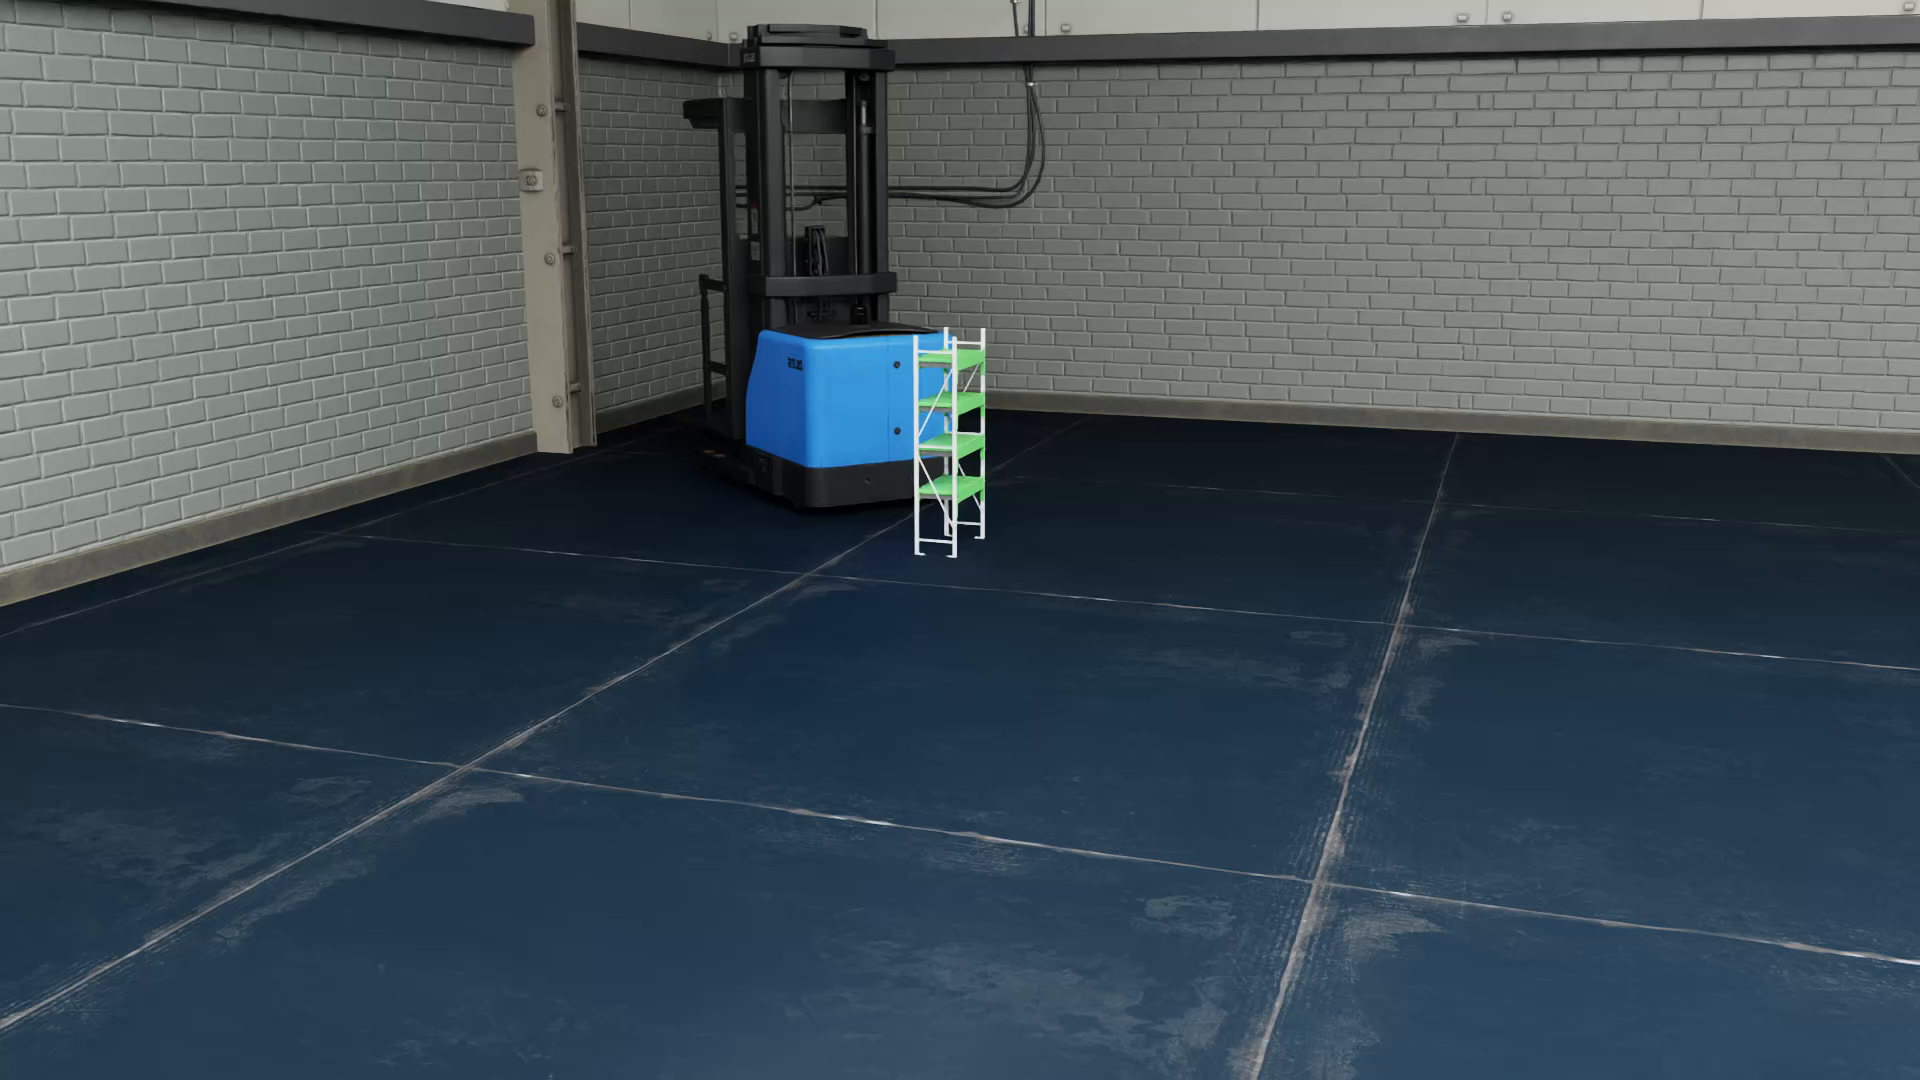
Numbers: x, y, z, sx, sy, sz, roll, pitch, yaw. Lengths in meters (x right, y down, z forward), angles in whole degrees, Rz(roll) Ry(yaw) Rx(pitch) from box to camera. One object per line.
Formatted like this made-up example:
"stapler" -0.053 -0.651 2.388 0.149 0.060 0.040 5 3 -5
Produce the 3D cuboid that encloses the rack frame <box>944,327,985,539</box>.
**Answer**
"rack frame" 0.025 -0.601 9.427 0.240 1.200 0.015 4 14 18

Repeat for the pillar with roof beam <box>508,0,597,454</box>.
"pillar with roof beam" 1.107 -4.768 10.156 9.100 9.000 0.400 4 14 18

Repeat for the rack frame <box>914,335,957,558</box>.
"rack frame" -0.132 -0.499 8.977 0.240 1.200 0.015 4 14 18

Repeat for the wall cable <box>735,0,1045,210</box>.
"wall cable" -0.762 -4.089 14.160 3.097 2.526 0.112 4 14 18

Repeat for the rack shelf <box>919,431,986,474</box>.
"rack shelf" -0.054 -0.488 9.216 0.258 0.148 0.480 4 14 18

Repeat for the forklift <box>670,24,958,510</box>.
"forklift" -1.167 -1.895 11.203 1.130 2.935 3.031 -7 15 -28

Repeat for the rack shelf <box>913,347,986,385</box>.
"rack shelf" -0.054 -0.956 9.109 0.258 0.148 0.480 4 14 18

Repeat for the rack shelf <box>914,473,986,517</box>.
"rack shelf" -0.054 -0.254 9.269 0.258 0.148 0.480 4 14 18

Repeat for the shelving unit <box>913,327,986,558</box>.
"shelving unit" -0.054 -0.550 9.202 0.258 1.200 0.503 4 14 18

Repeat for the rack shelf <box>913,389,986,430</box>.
"rack shelf" -0.054 -0.722 9.162 0.258 0.148 0.480 4 14 18
